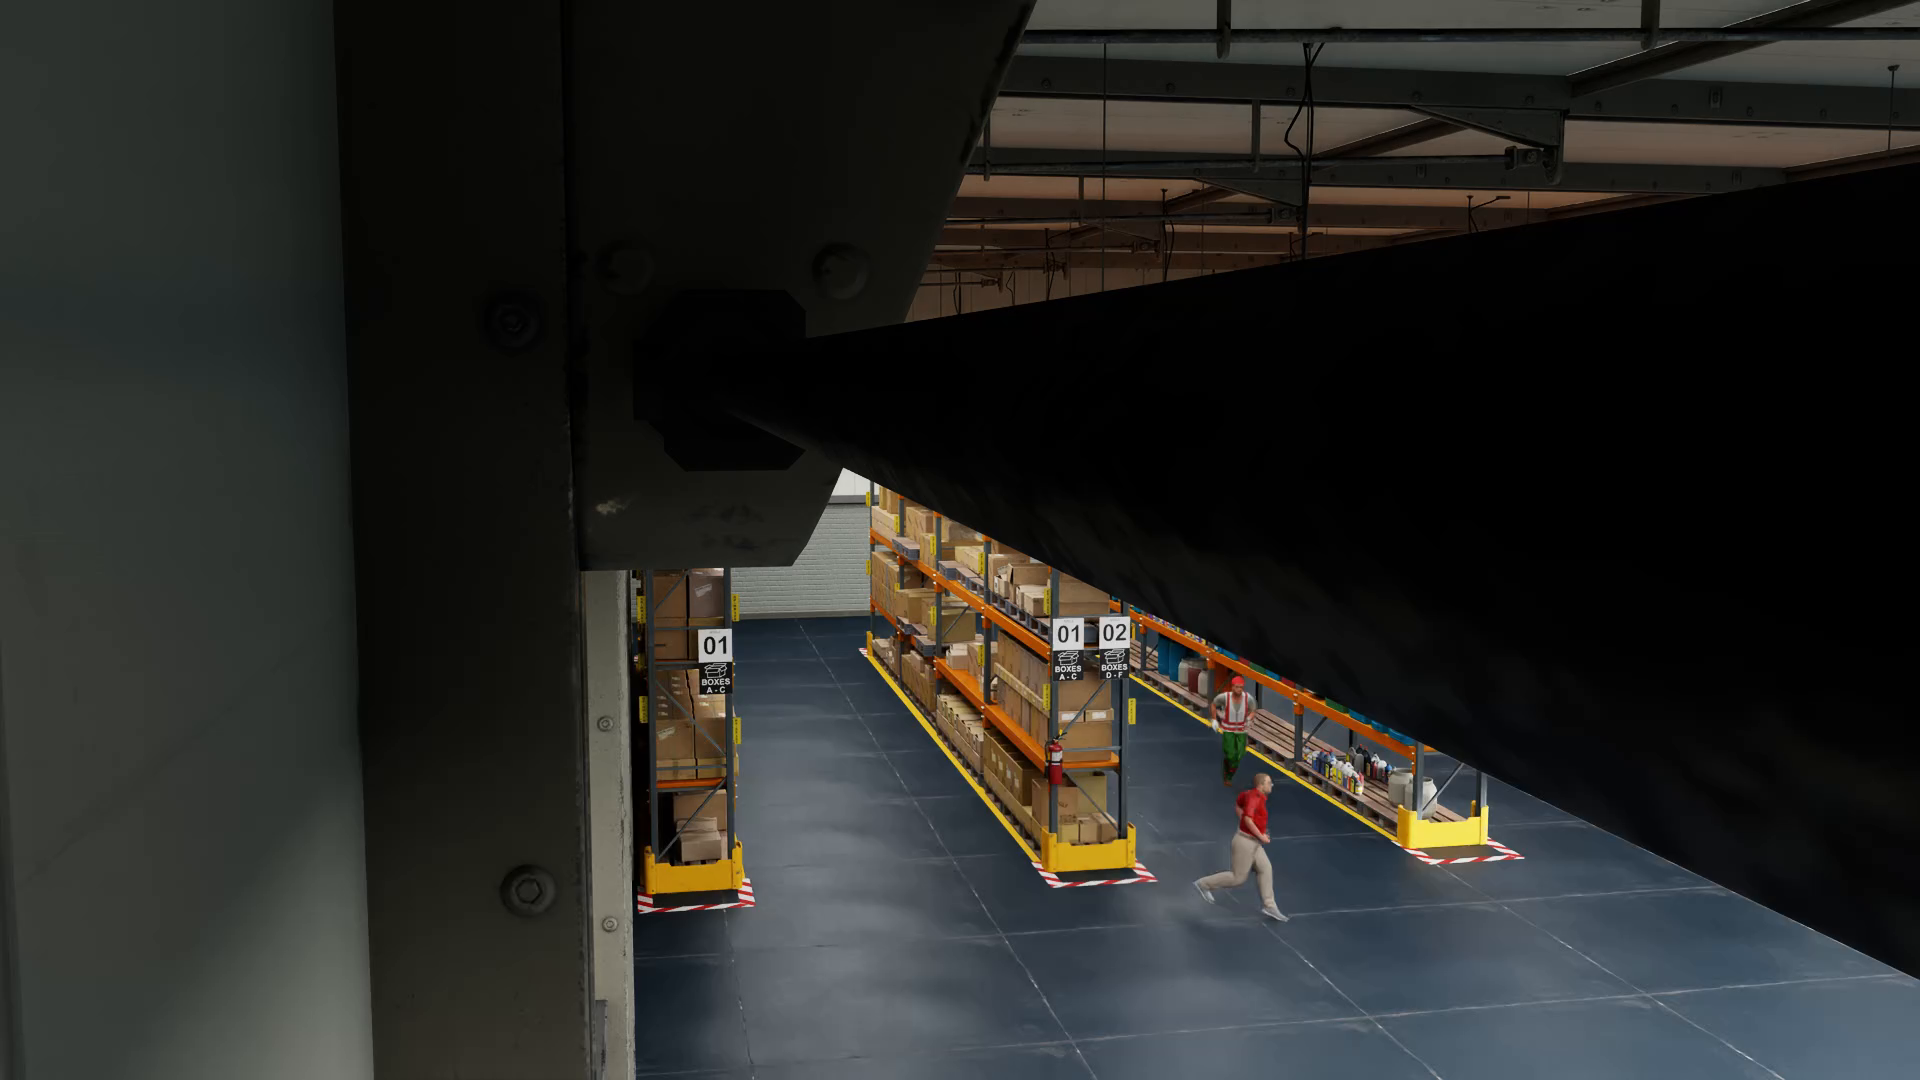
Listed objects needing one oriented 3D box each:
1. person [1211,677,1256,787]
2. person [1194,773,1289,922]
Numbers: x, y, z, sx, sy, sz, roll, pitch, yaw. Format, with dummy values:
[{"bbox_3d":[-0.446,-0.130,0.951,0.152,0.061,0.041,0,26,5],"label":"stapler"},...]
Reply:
[{"bbox_3d":[4.111,2.871,24.839,0.626,1.716,0.674,-1,6,-9],"label":"person"},{"bbox_3d":[3.242,3.516,19.078,1.076,1.733,0.662,1,6,13],"label":"person"}]
